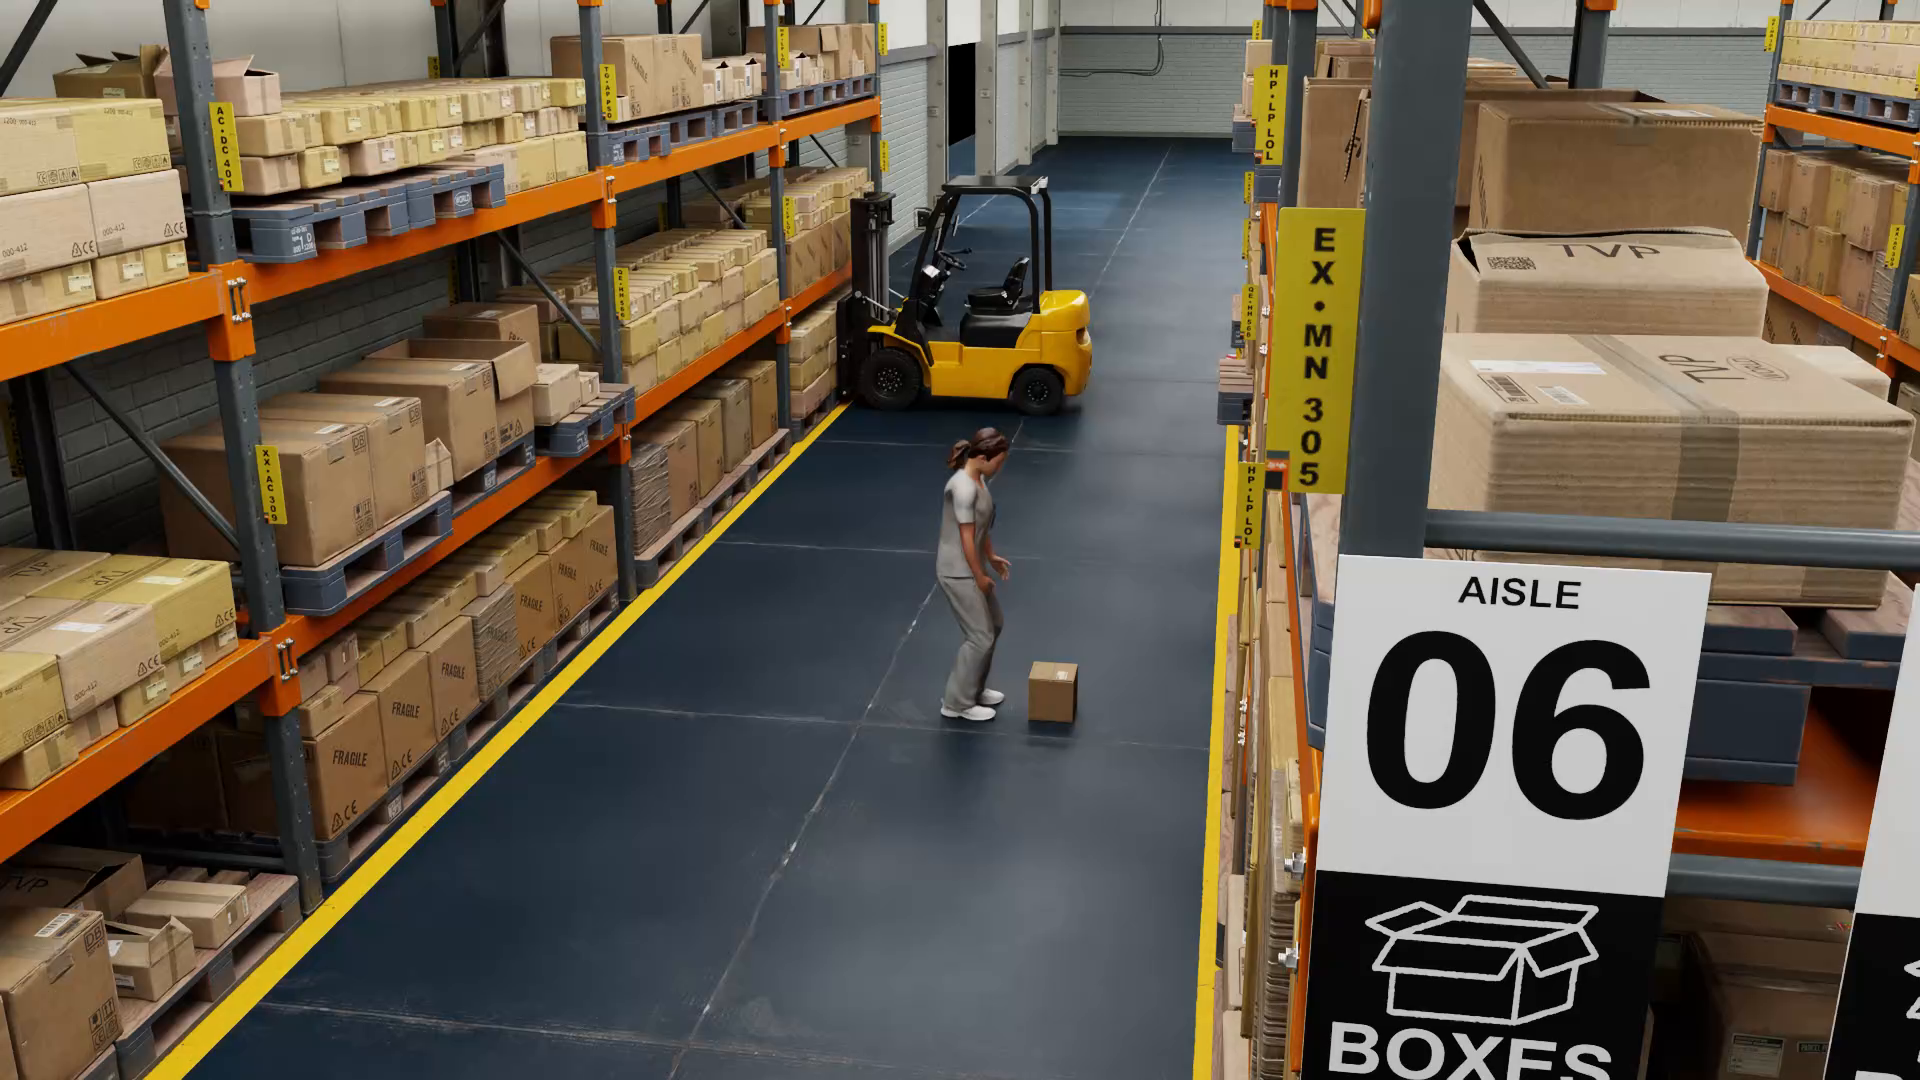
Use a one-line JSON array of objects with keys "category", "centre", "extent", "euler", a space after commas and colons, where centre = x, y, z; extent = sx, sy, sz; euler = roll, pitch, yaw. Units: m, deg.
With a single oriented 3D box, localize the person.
[{"category": "person", "centre": [0.072, 0.169, 9.129], "extent": [0.388, 1.627, 0.461], "euler": [3, 18, 10]}]
